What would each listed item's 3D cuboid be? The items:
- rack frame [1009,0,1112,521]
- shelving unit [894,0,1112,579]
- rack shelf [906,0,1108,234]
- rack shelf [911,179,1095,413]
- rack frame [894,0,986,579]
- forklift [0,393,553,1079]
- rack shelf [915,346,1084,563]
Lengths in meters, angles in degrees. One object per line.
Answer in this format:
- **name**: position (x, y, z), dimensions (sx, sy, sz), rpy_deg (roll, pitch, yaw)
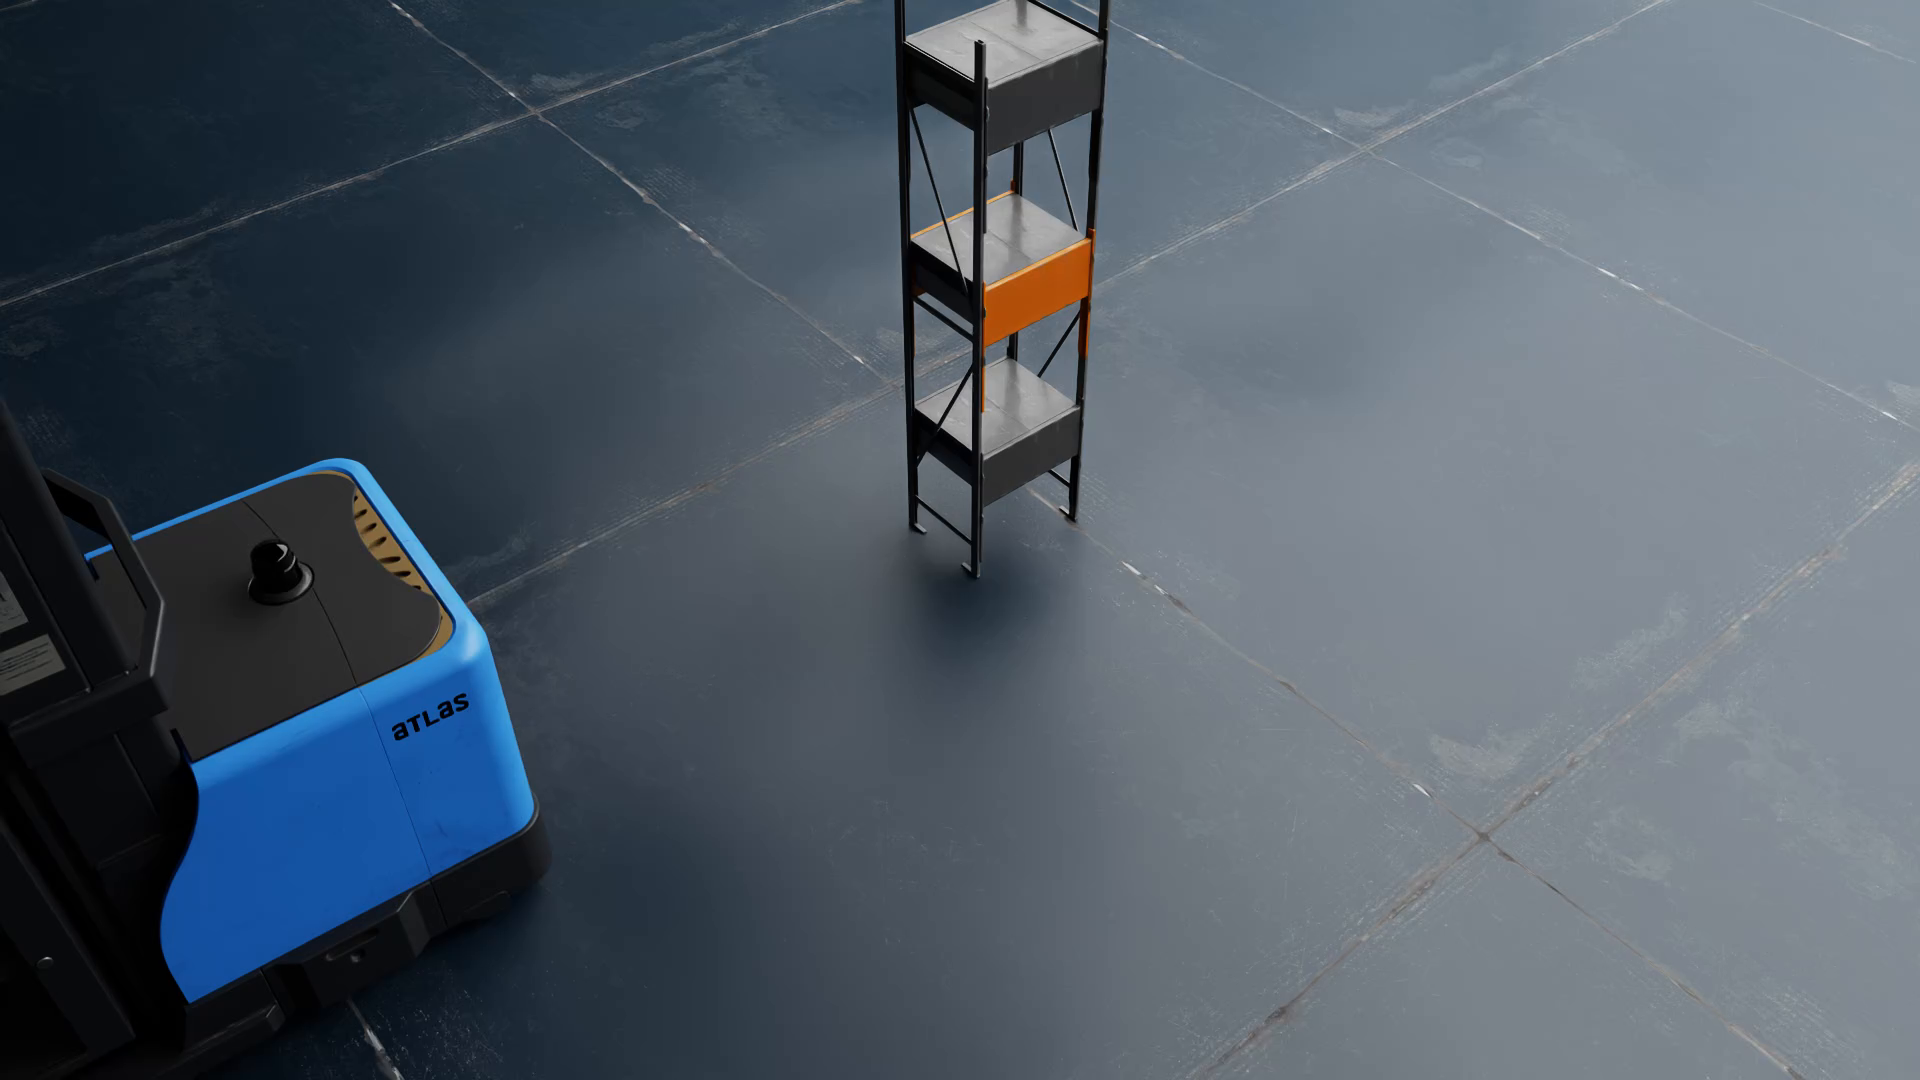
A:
- **rack frame**: position (0.314, -0.945, 5.723), dimensions (0.015, 2.100, 0.400), rpy_deg (-30, 51, -28)
- **shelving unit**: position (0.127, -0.838, 5.609), dimensions (0.503, 2.100, 0.431), rpy_deg (-30, 51, -28)
- **rack shelf**: position (0.127, -1.338, 5.139), dimensions (0.480, 0.518, 0.431), rpy_deg (-30, 51, -28)
- **rack shelf**: position (0.127, -0.828, 5.618), dimensions (0.480, 0.518, 0.431), rpy_deg (-30, 51, -28)
- **rack frame**: position (-0.060, -0.731, 5.494), dimensions (0.015, 2.100, 0.400), rpy_deg (-30, 51, -28)
- **forklift**: position (-2.740, 0.307, 3.782), dimensions (3.031, 2.935, 1.130), rpy_deg (-27, 49, -26)
- **rack shelf**: position (0.127, -0.318, 6.097), dimensions (0.480, 0.518, 0.431), rpy_deg (-30, 51, -28)
